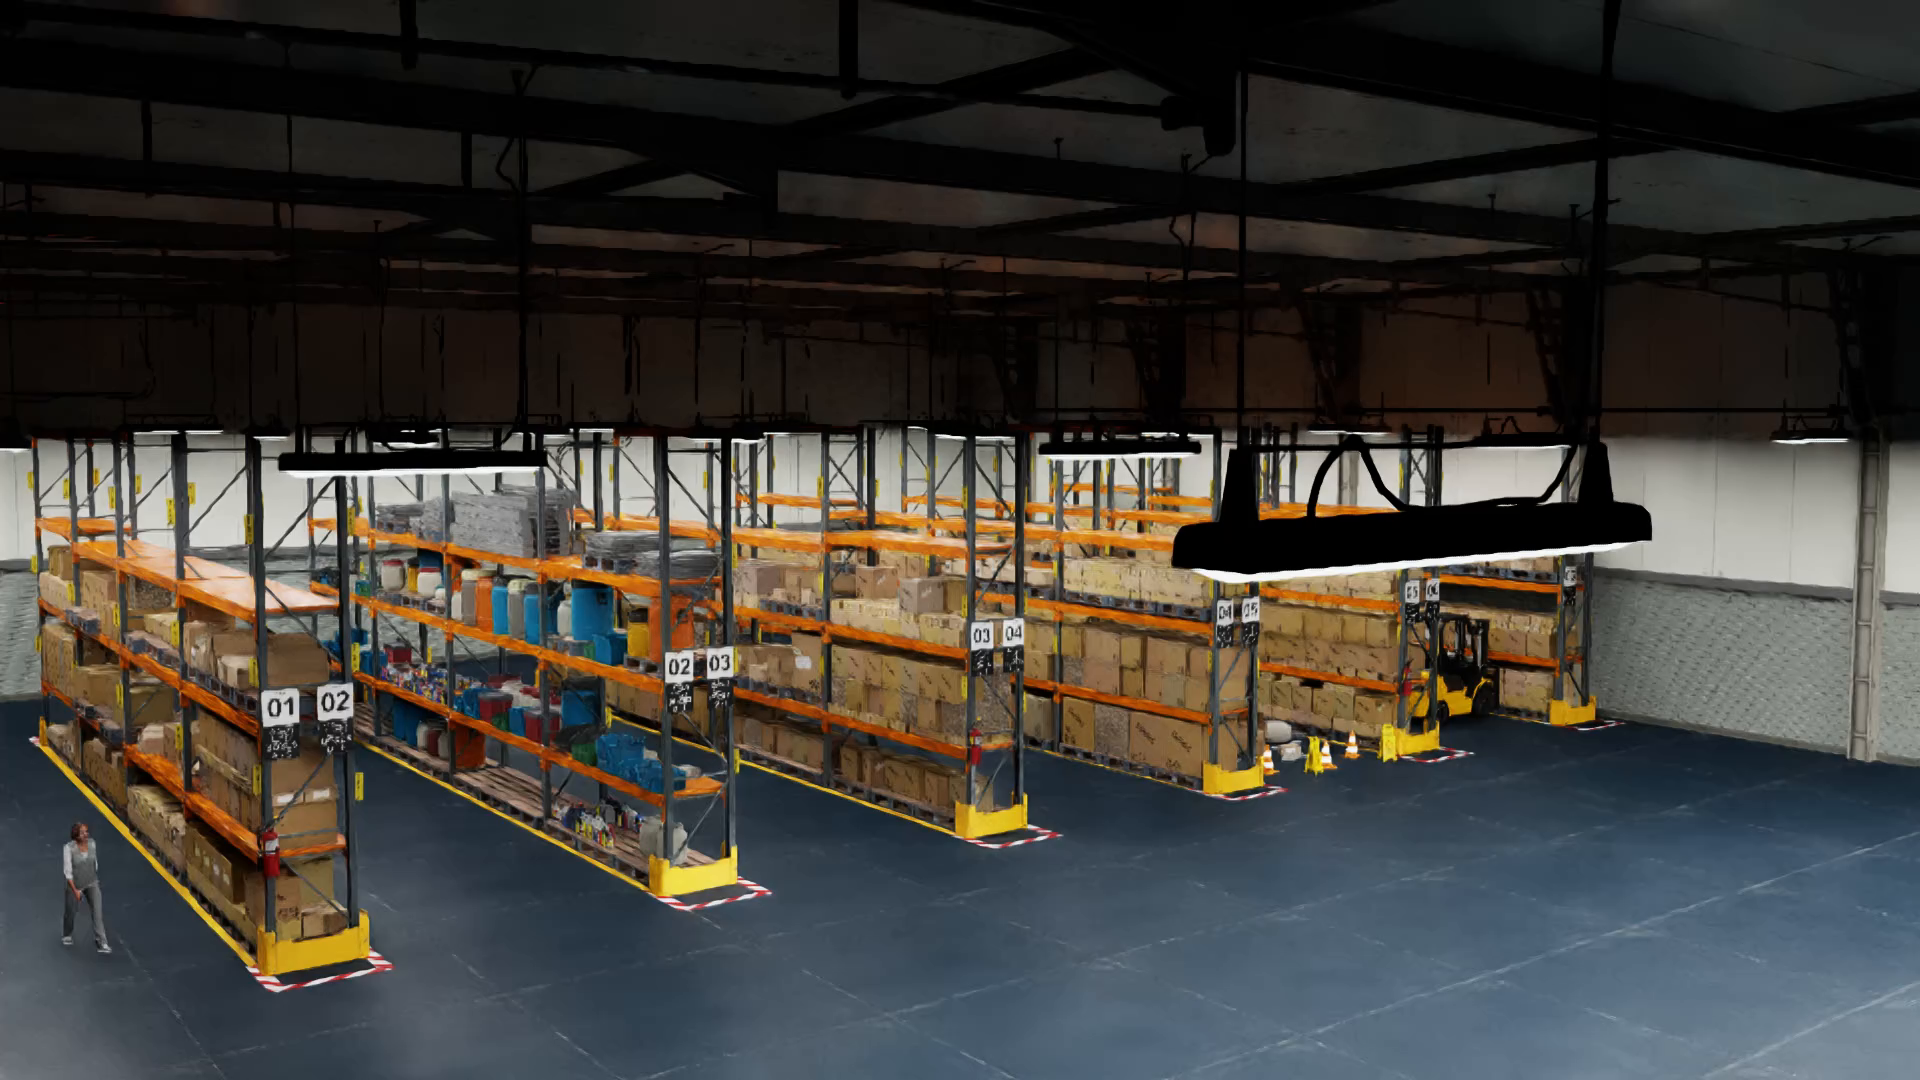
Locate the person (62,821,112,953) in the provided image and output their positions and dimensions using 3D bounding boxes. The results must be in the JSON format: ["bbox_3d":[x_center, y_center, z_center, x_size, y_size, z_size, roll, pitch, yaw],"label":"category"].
[{"bbox_3d":[-10.246,4.028,19.387,0.956,1.534,0.411,4,6,44],"label":"person"}]

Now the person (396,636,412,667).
[{"bbox_3d":[-11.299,2.809,33.693,0.651,1.729,0.409,4,6,42],"label":"person"}]
